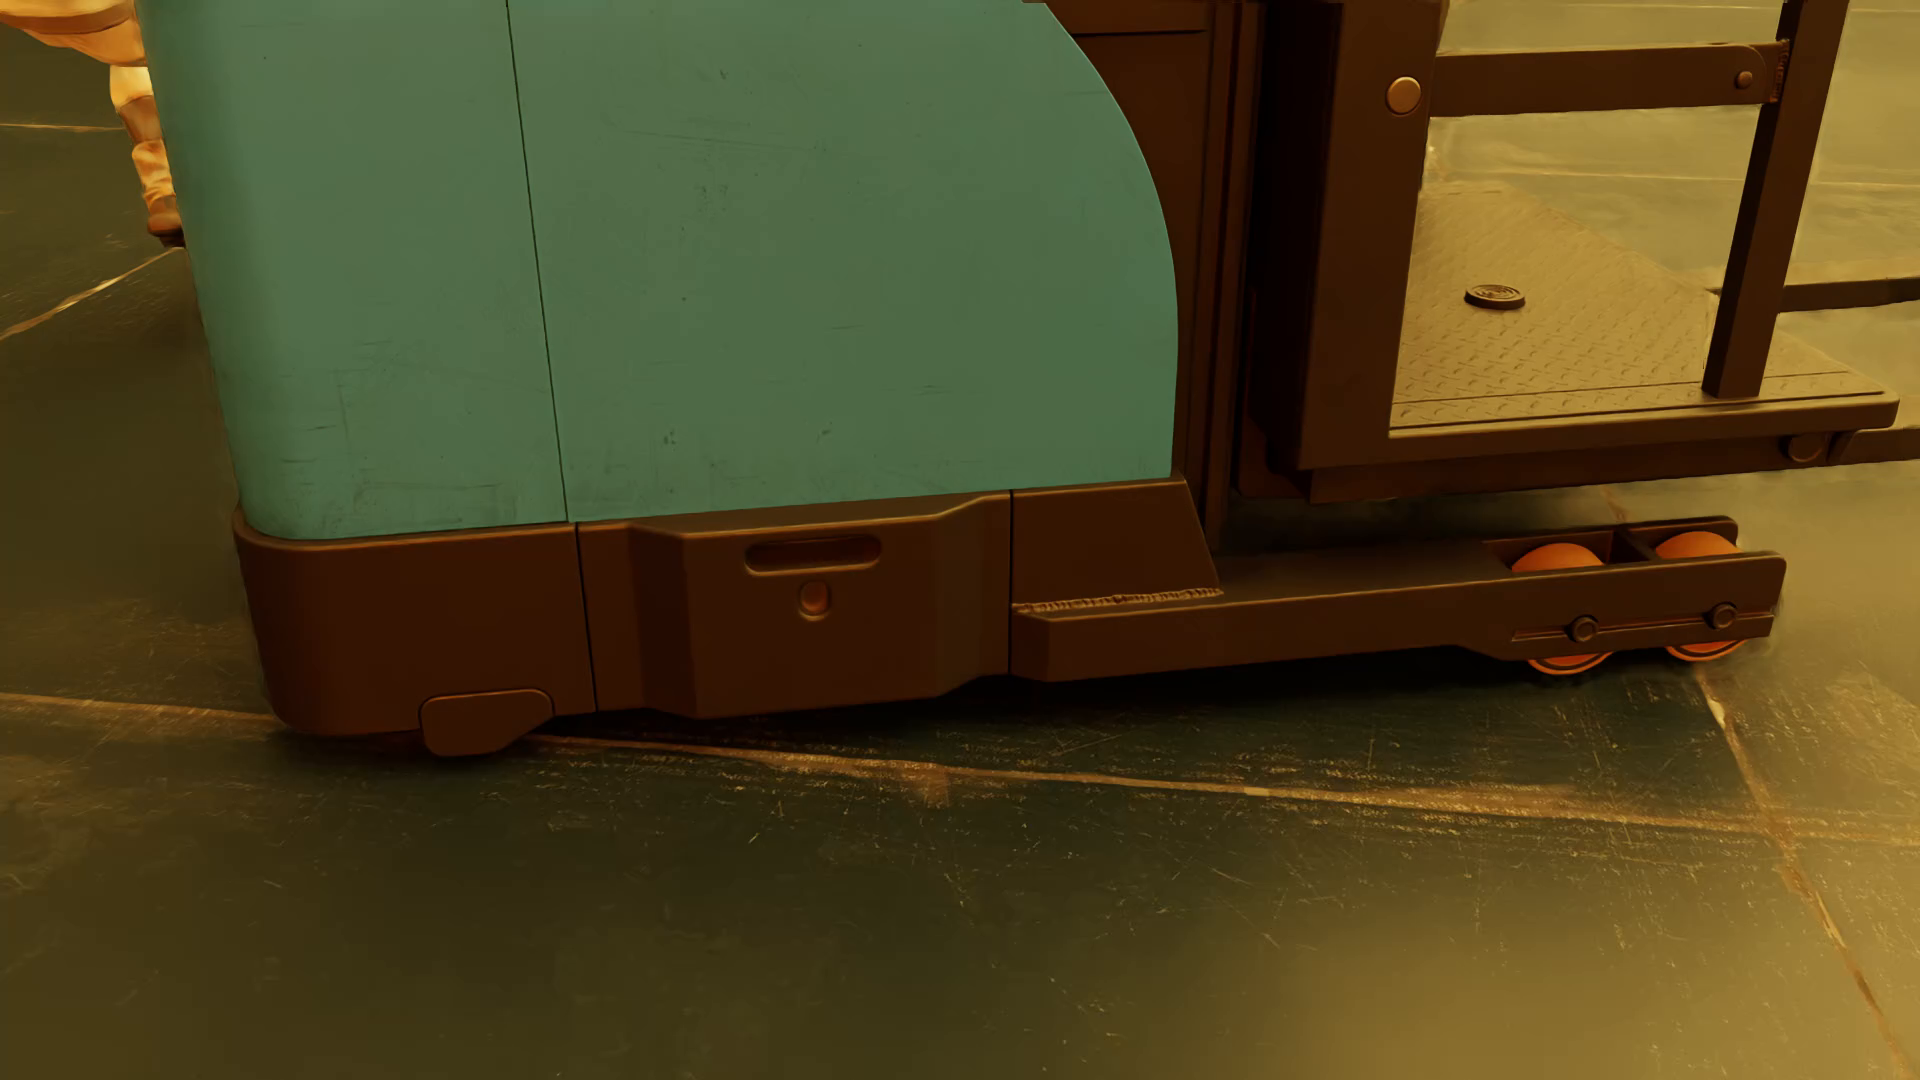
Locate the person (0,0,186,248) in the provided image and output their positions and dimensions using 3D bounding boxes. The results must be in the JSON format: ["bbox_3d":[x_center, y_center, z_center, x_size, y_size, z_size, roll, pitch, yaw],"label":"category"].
[{"bbox_3d":[-1.469,-1.141,3.106,0.865,1.577,0.778,8,28,16],"label":"person"}]

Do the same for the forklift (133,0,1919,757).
[{"bbox_3d":[0.603,-1.365,1.954,3.031,2.935,1.130,-5,27,-9],"label":"forklift"}]
